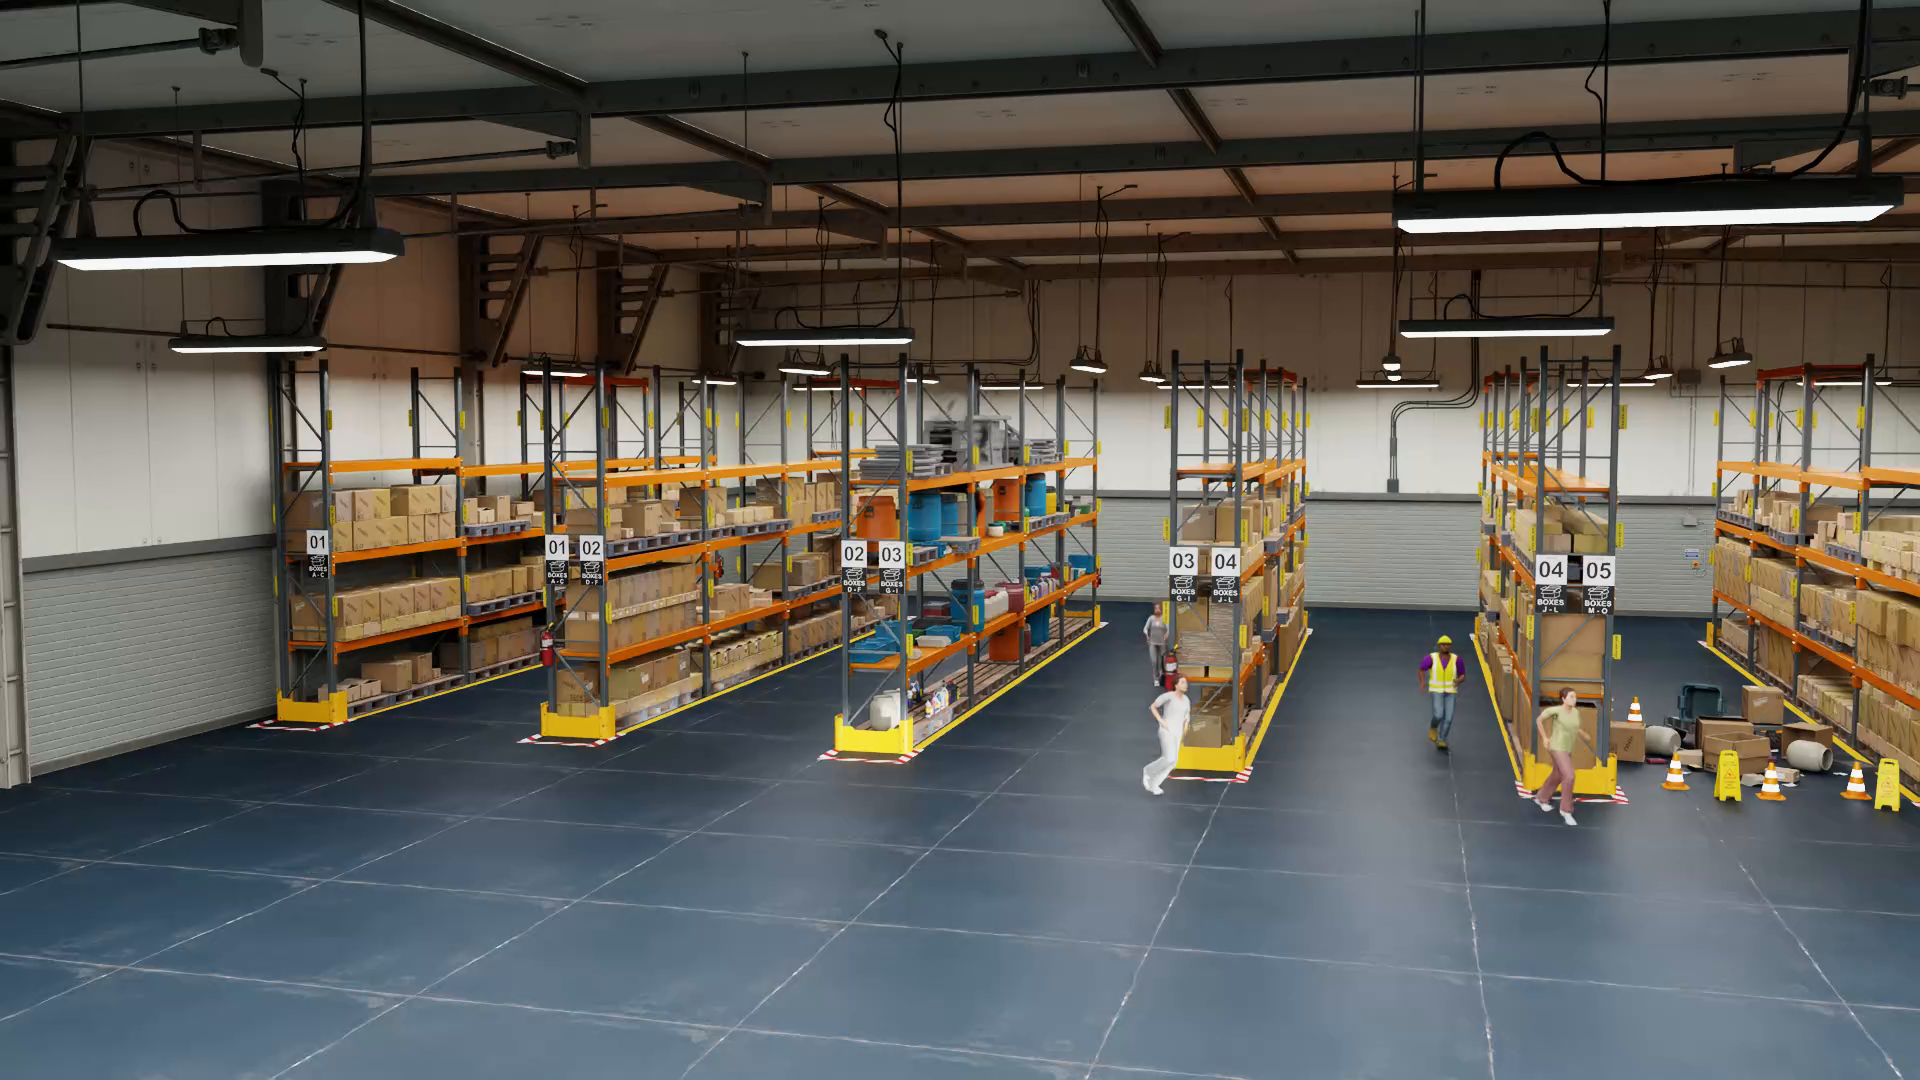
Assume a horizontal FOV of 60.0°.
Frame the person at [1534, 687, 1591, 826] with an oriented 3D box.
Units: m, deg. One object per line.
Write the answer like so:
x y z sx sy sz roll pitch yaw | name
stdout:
7.549 2.678 20.901 0.515 1.707 0.826 -2 5 -30 | person

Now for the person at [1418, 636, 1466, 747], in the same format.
7.350 2.319 25.290 0.691 1.721 0.586 1 4 7 | person

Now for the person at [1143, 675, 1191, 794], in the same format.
2.832 2.595 22.355 0.634 1.583 0.551 -3 5 -34 | person

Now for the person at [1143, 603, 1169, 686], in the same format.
3.728 1.967 31.428 0.536 1.548 0.560 1 4 8 | person
